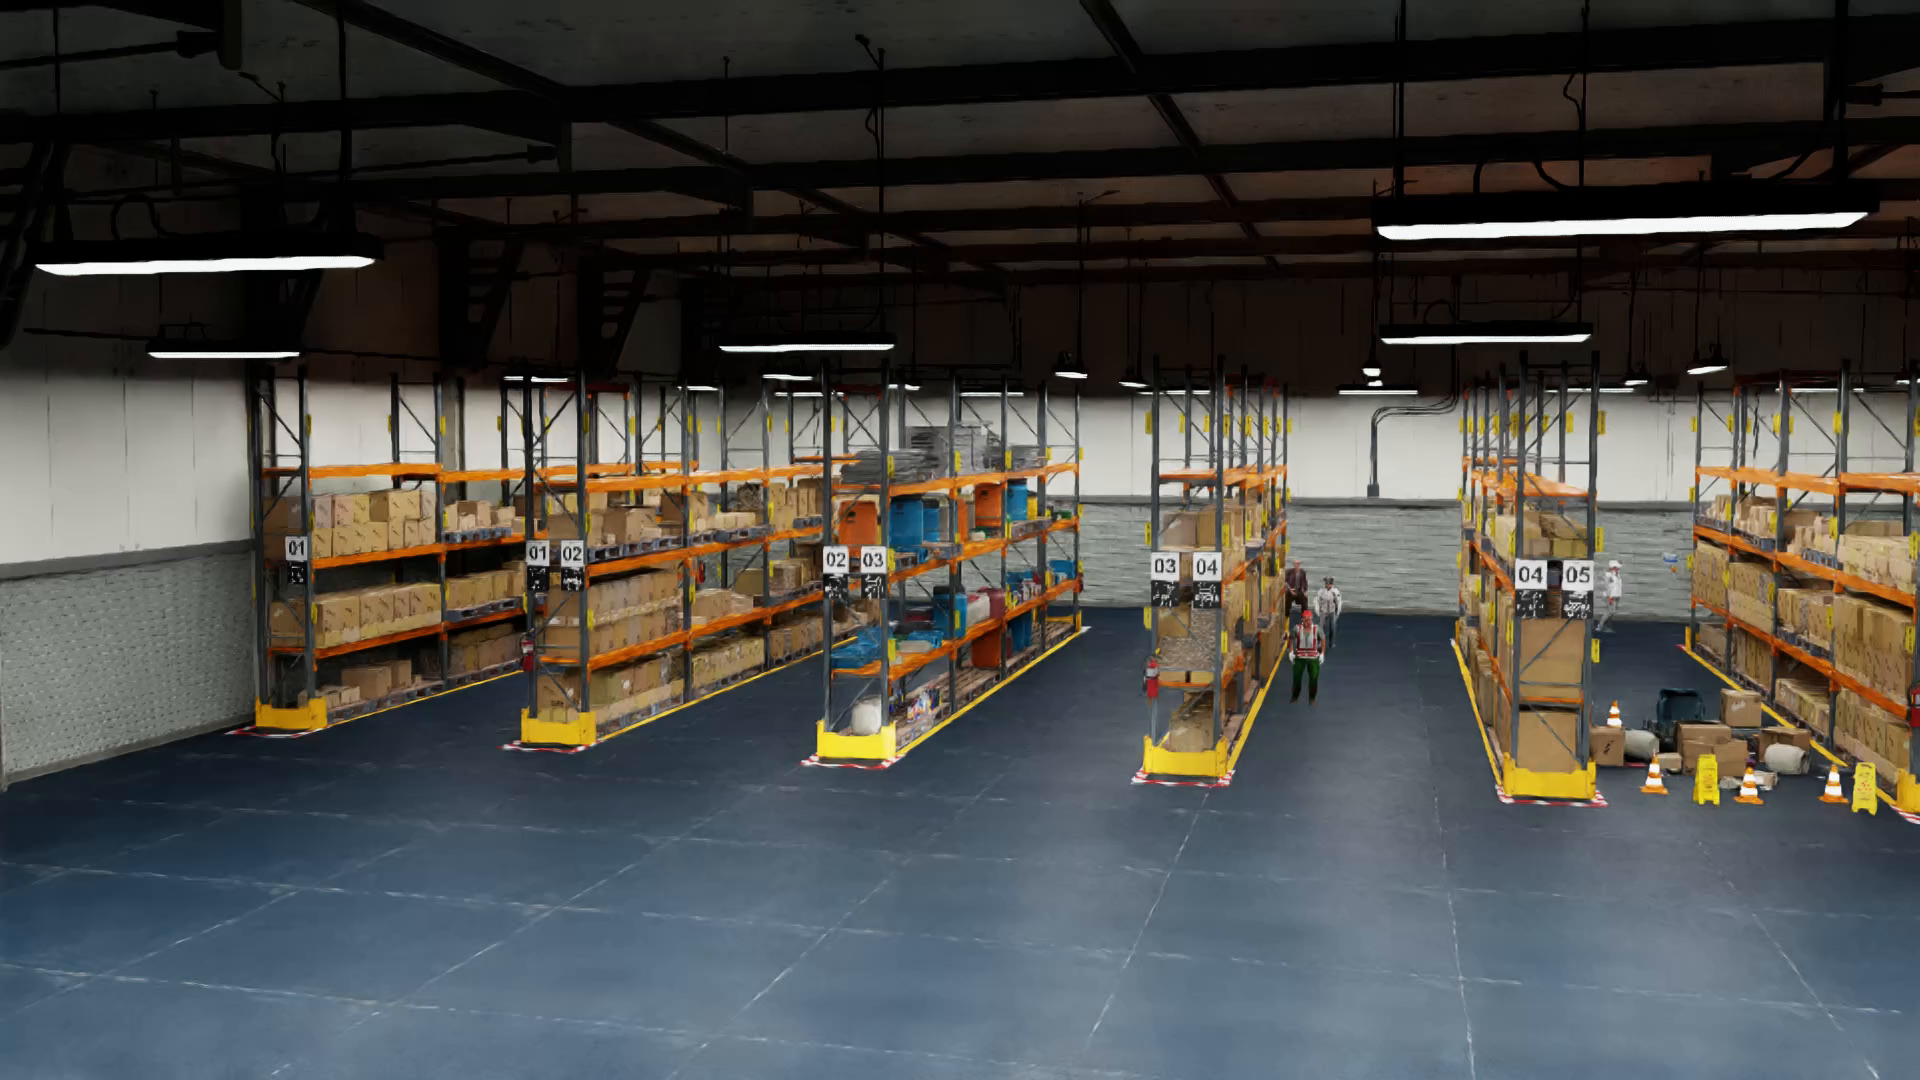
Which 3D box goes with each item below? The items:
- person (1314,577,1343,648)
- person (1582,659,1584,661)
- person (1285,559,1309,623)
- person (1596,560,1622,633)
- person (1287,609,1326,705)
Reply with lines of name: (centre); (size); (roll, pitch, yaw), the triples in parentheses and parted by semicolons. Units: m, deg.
person: (8.275, 1.616, 37.399); (0.639, 1.632, 0.512); (1, 4, 12)
person: (13.195, 1.671, 35.334); (0.573, 1.764, 0.669); (4, 5, 43)
person: (8.268, 1.305, 41.053); (0.720, 1.719, 0.857); (0, 4, -6)
person: (15.602, 1.357, 39.921); (0.695, 1.763, 0.444); (-4, 6, -44)
person: (6.185, 2.093, 29.702); (0.677, 1.742, 0.552); (1, 4, 12)
